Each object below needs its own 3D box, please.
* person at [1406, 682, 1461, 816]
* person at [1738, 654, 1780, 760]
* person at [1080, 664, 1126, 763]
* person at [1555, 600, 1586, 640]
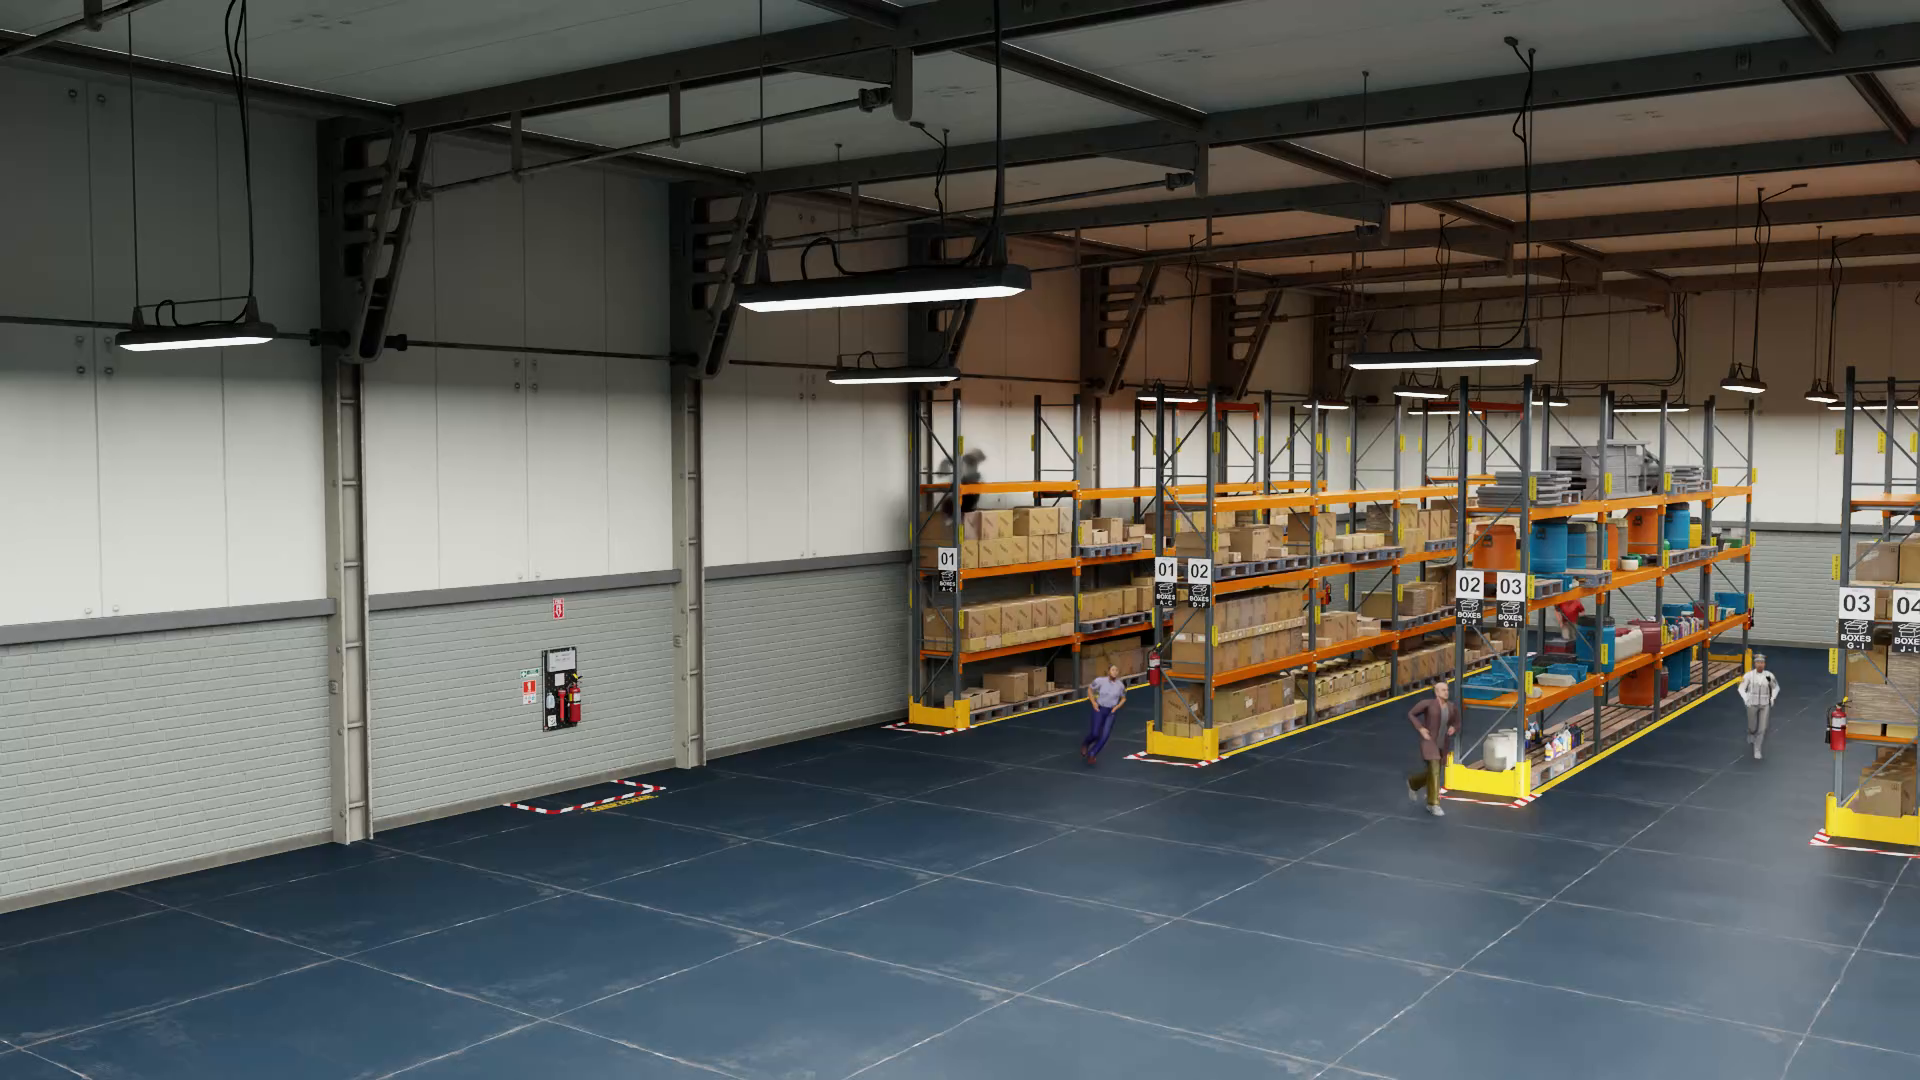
[{"bbox_3d":[6.555,2.842,22.930,0.746,1.779,0.942,-1,3,-17],"label":"person"},{"bbox_3d":[12.860,2.654,26.760,0.617,1.671,0.696,1,3,20],"label":"person"},{"bbox_3d":[2.282,2.729,26.265,0.687,1.562,0.555,-1,3,-9],"label":"person"},{"bbox_3d":[13.983,1.994,38.129,0.679,1.701,0.728,2,4,33],"label":"person"}]
